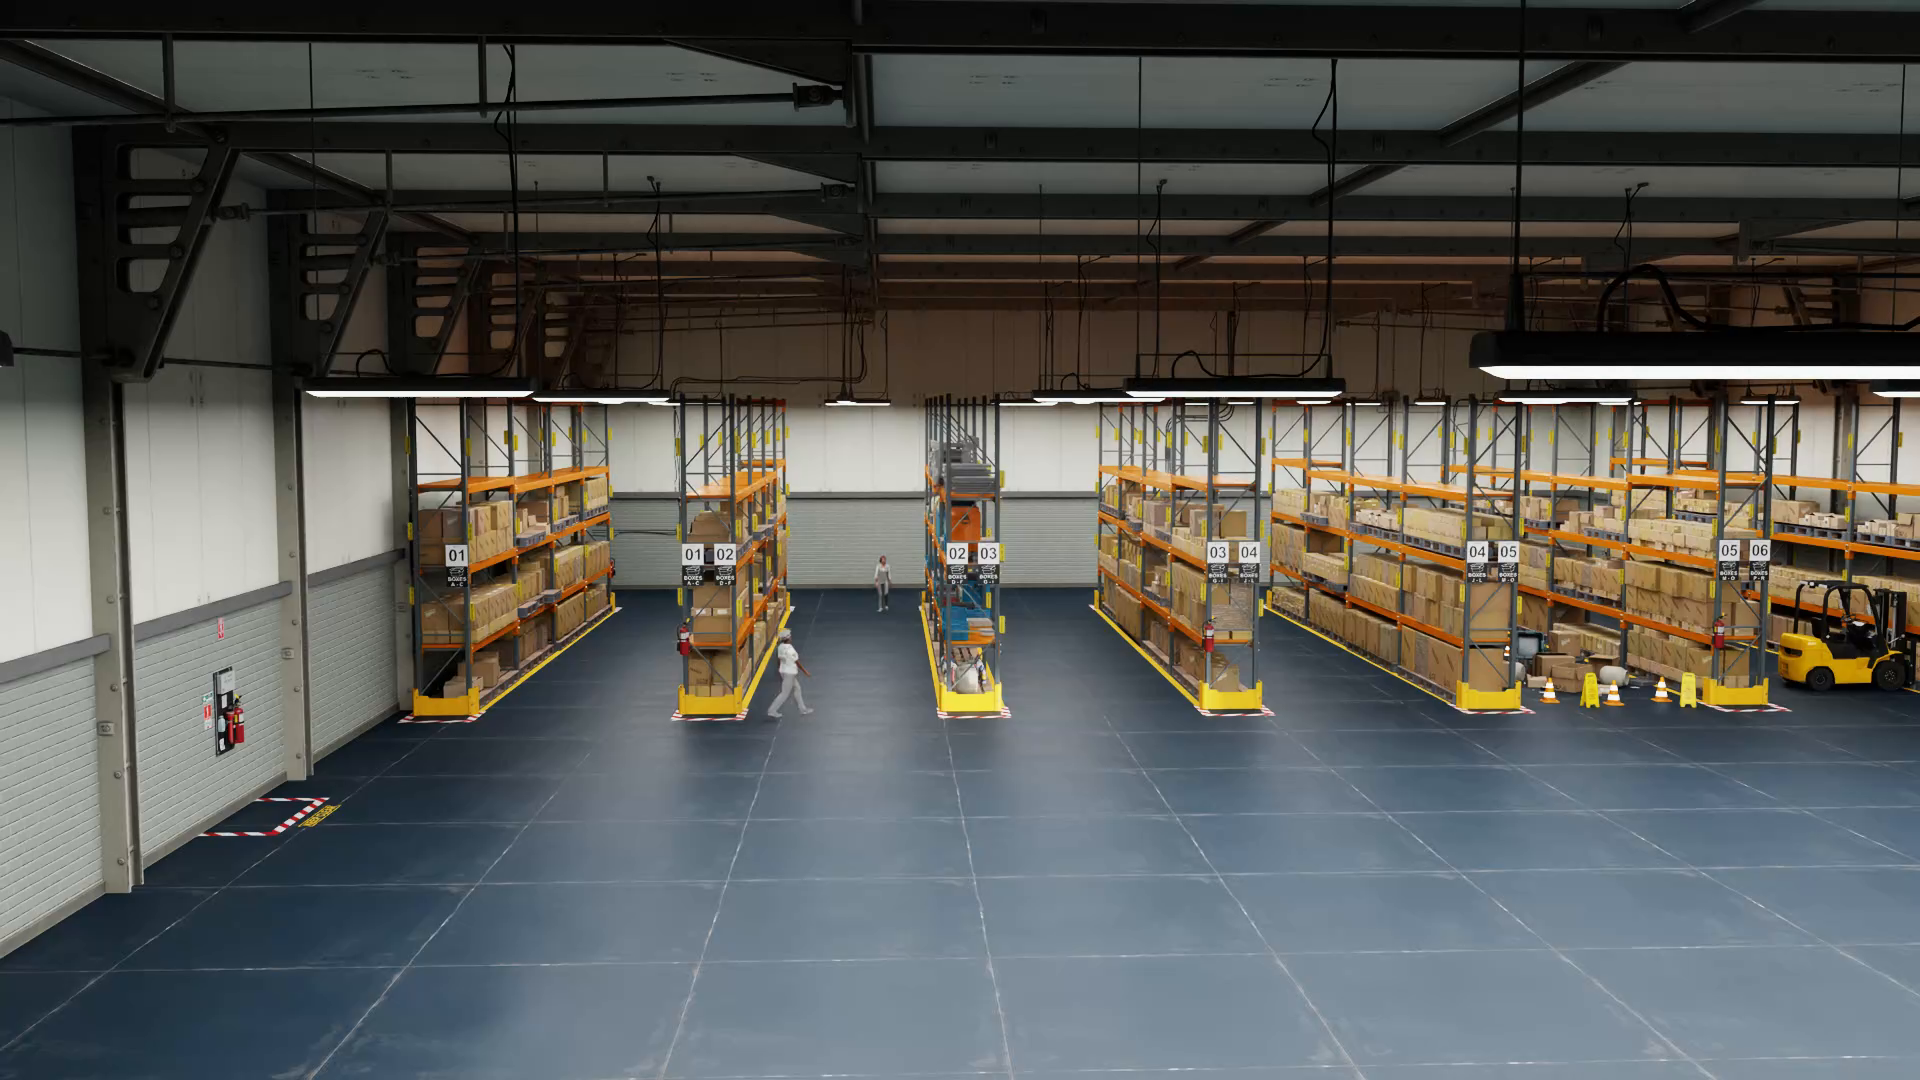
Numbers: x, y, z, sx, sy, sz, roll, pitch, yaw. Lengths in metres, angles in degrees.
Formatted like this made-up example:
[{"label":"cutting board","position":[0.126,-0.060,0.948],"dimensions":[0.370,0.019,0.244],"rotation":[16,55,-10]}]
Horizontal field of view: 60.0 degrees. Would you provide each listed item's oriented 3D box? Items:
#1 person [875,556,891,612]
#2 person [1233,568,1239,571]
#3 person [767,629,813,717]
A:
[{"label":"person","position":[-2.164,1.223,46.604],"dimensions":[0.432,1.587,0.504],"rotation":[0,5,3]},{"label":"person","position":[7.771,1.115,47.619],"dimensions":[0.595,1.620,0.993],"rotation":[0,5,-1]},{"label":"person","position":[-3.182,2.458,30.886],"dimensions":[1.011,1.630,0.573],"rotation":[-3,5,-31]}]
